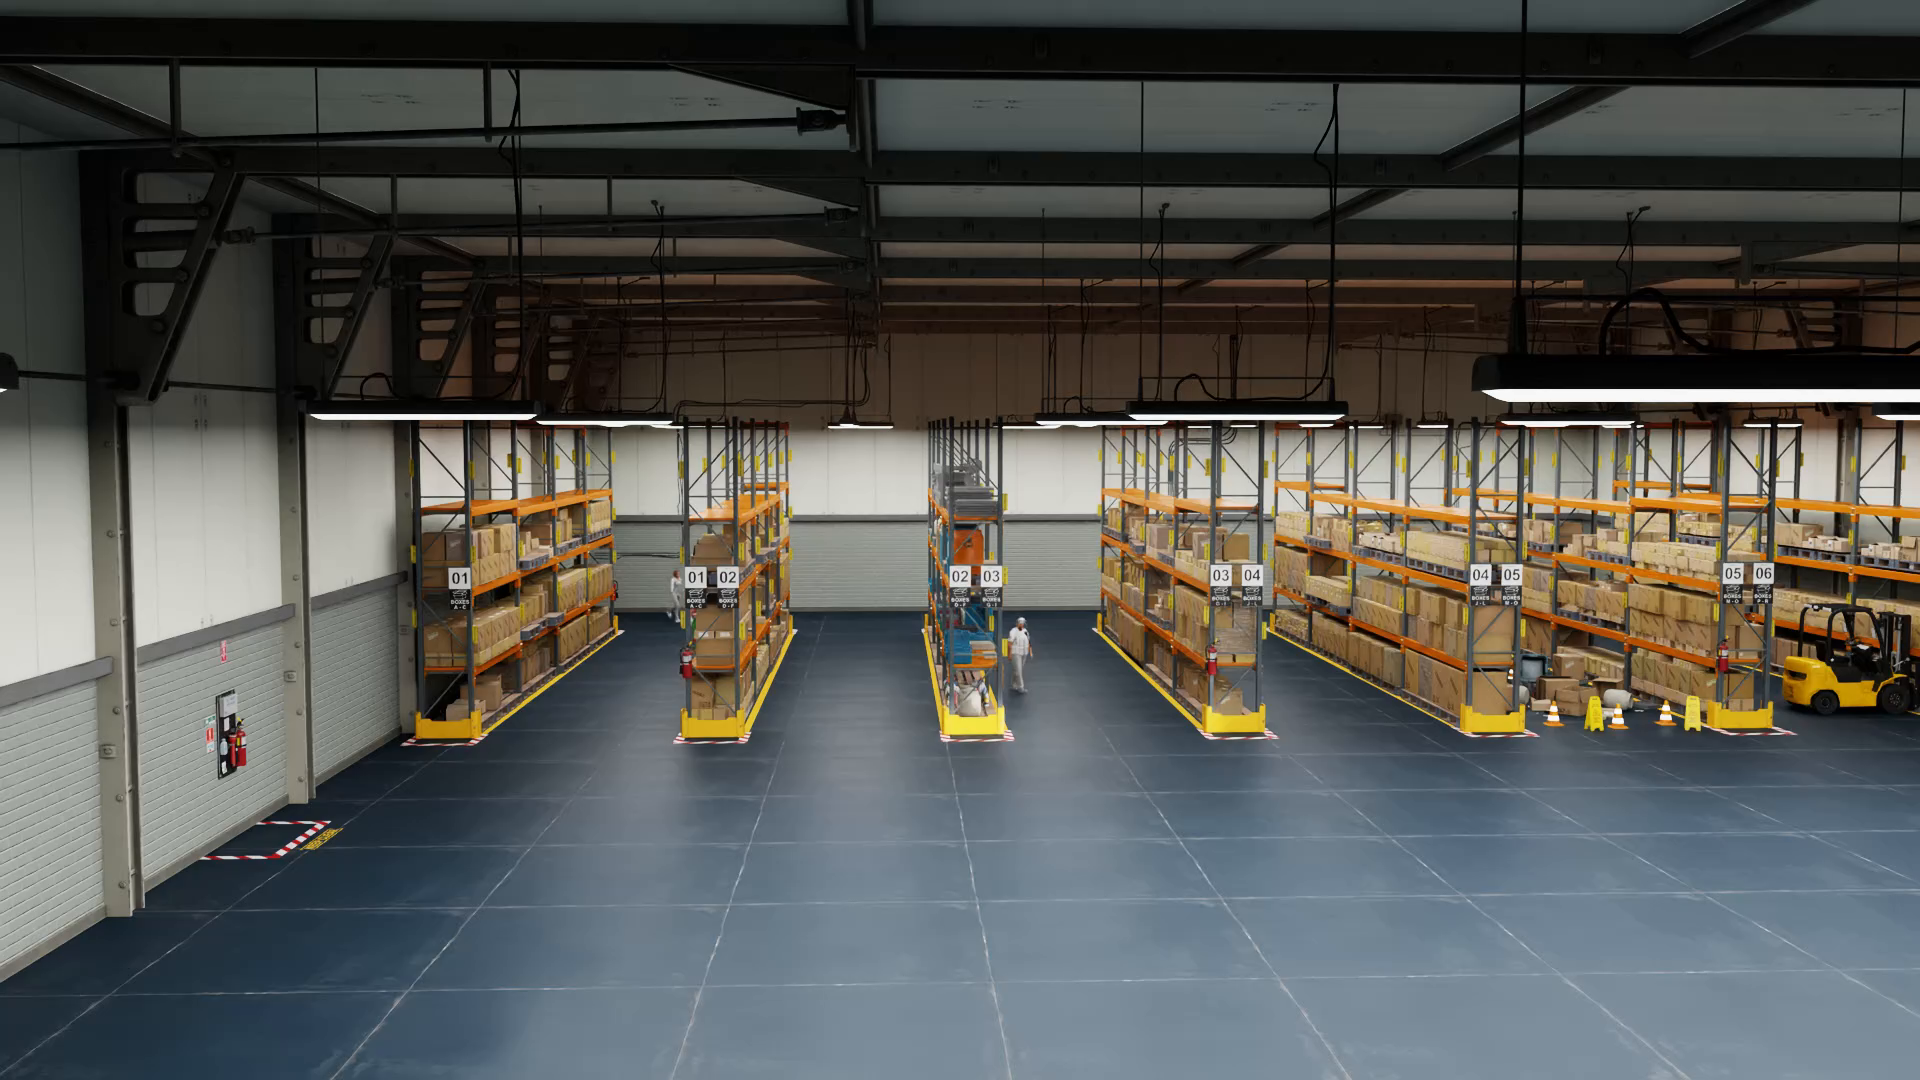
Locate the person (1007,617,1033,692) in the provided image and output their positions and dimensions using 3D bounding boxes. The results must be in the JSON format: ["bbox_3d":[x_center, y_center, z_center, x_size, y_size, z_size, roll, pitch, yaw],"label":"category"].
[{"bbox_3d":[1.334,2.514,36.535,0.532,1.623,0.900,-3,5,-40],"label":"person"}]

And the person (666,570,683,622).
[{"bbox_3d":[-8.574,1.667,49.960,0.717,1.570,0.422,2,4,33],"label":"person"}]

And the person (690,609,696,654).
[{"bbox_3d":[-6.704,2.023,42.952,0.633,1.718,1.054,0,4,-2],"label":"person"}]
